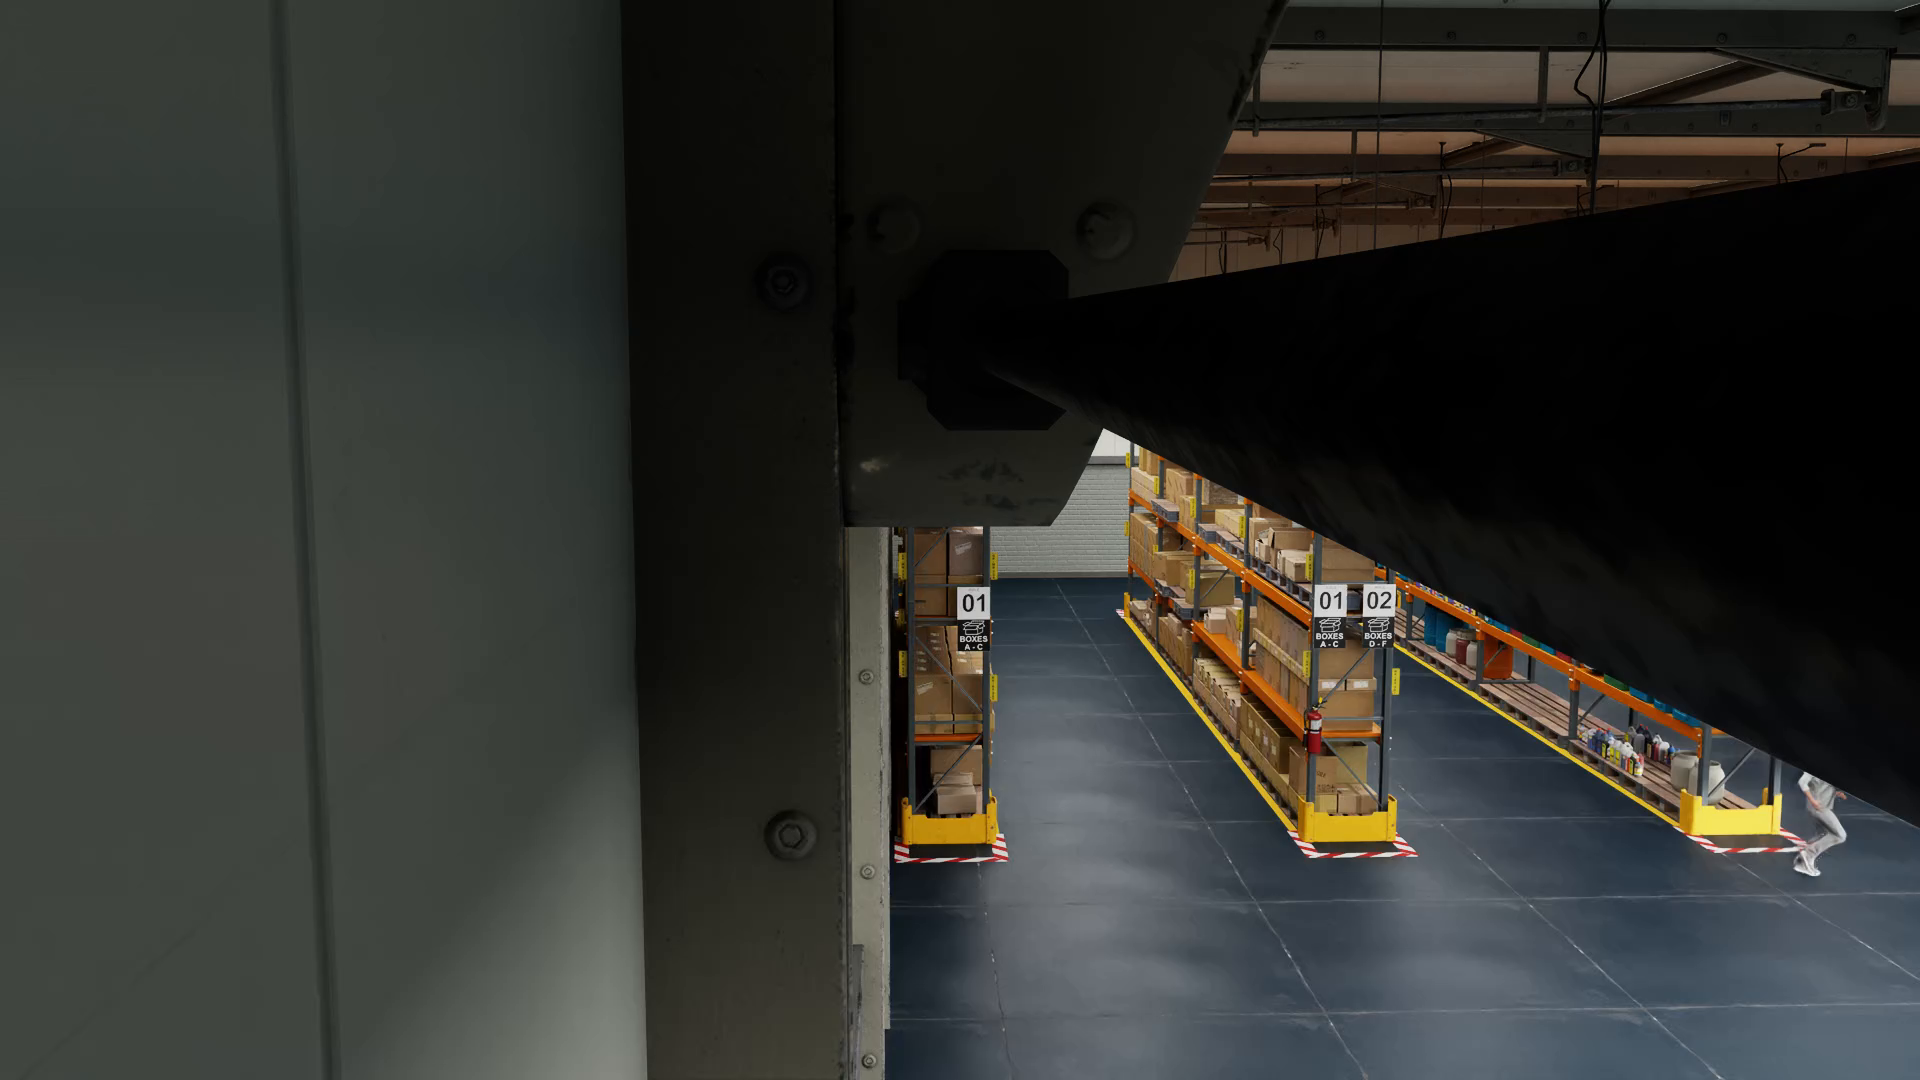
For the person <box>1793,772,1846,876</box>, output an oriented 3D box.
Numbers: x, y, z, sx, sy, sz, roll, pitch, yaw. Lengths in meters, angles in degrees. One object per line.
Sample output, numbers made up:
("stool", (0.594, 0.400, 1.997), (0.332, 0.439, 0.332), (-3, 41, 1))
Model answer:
("person", (9.953, 3.110, 19.194), (0.524, 1.551, 0.534), (4, 8, 28))
